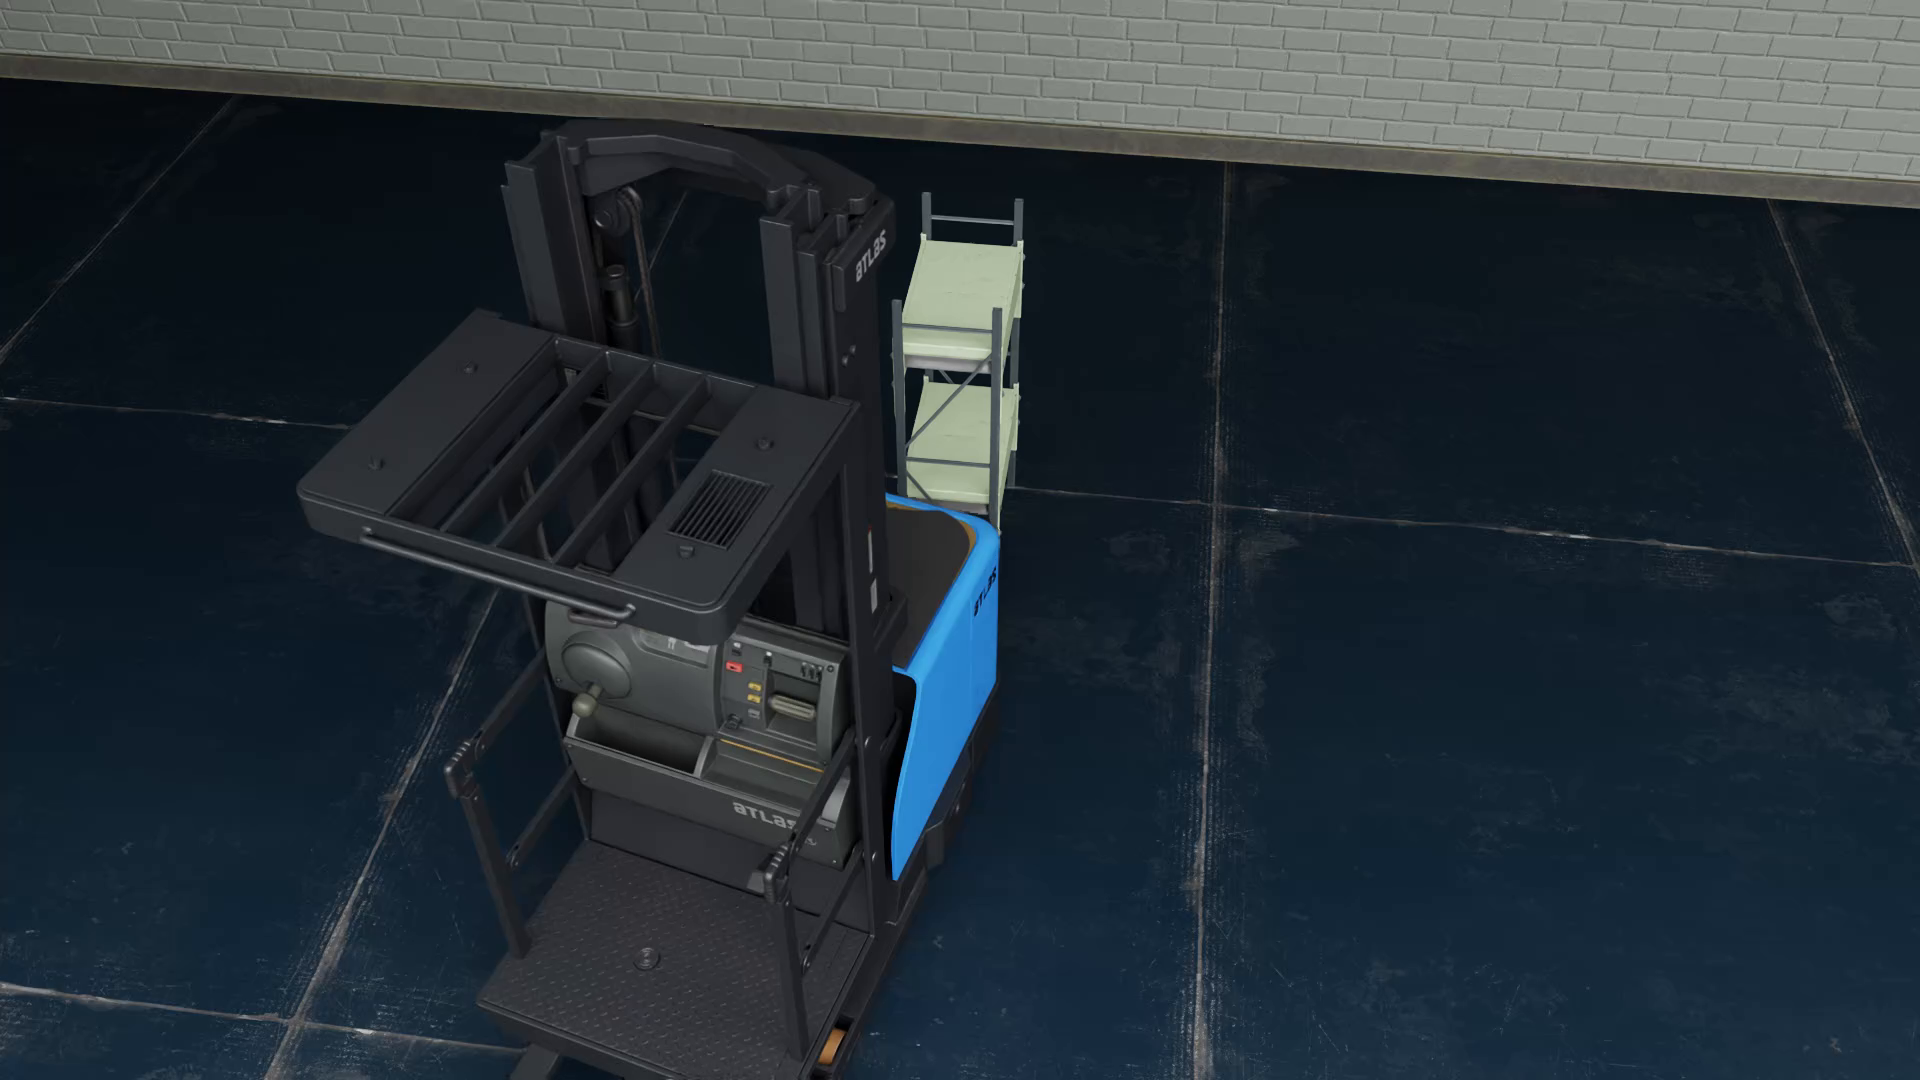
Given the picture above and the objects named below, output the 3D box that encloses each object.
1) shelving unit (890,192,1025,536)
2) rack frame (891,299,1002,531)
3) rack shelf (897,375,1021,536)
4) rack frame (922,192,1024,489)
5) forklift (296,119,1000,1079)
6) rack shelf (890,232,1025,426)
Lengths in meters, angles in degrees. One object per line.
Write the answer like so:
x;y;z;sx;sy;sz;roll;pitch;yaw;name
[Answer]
0.001;-0.549;6.761;0.431;1.500;0.755;5;44;6;shelving unit
-0.048;-0.300;6.498;0.400;1.500;0.023;5;44;6;rack frame
0.001;-0.312;6.985;0.431;0.370;0.720;5;44;6;rack shelf
0.049;-0.799;7.025;0.400;1.500;0.023;5;44;6;rack frame
-0.853;0.476;4.638;1.130;2.935;3.031;15;45;15;forklift
0.001;-0.833;6.493;0.431;0.370;0.720;5;44;6;rack shelf
